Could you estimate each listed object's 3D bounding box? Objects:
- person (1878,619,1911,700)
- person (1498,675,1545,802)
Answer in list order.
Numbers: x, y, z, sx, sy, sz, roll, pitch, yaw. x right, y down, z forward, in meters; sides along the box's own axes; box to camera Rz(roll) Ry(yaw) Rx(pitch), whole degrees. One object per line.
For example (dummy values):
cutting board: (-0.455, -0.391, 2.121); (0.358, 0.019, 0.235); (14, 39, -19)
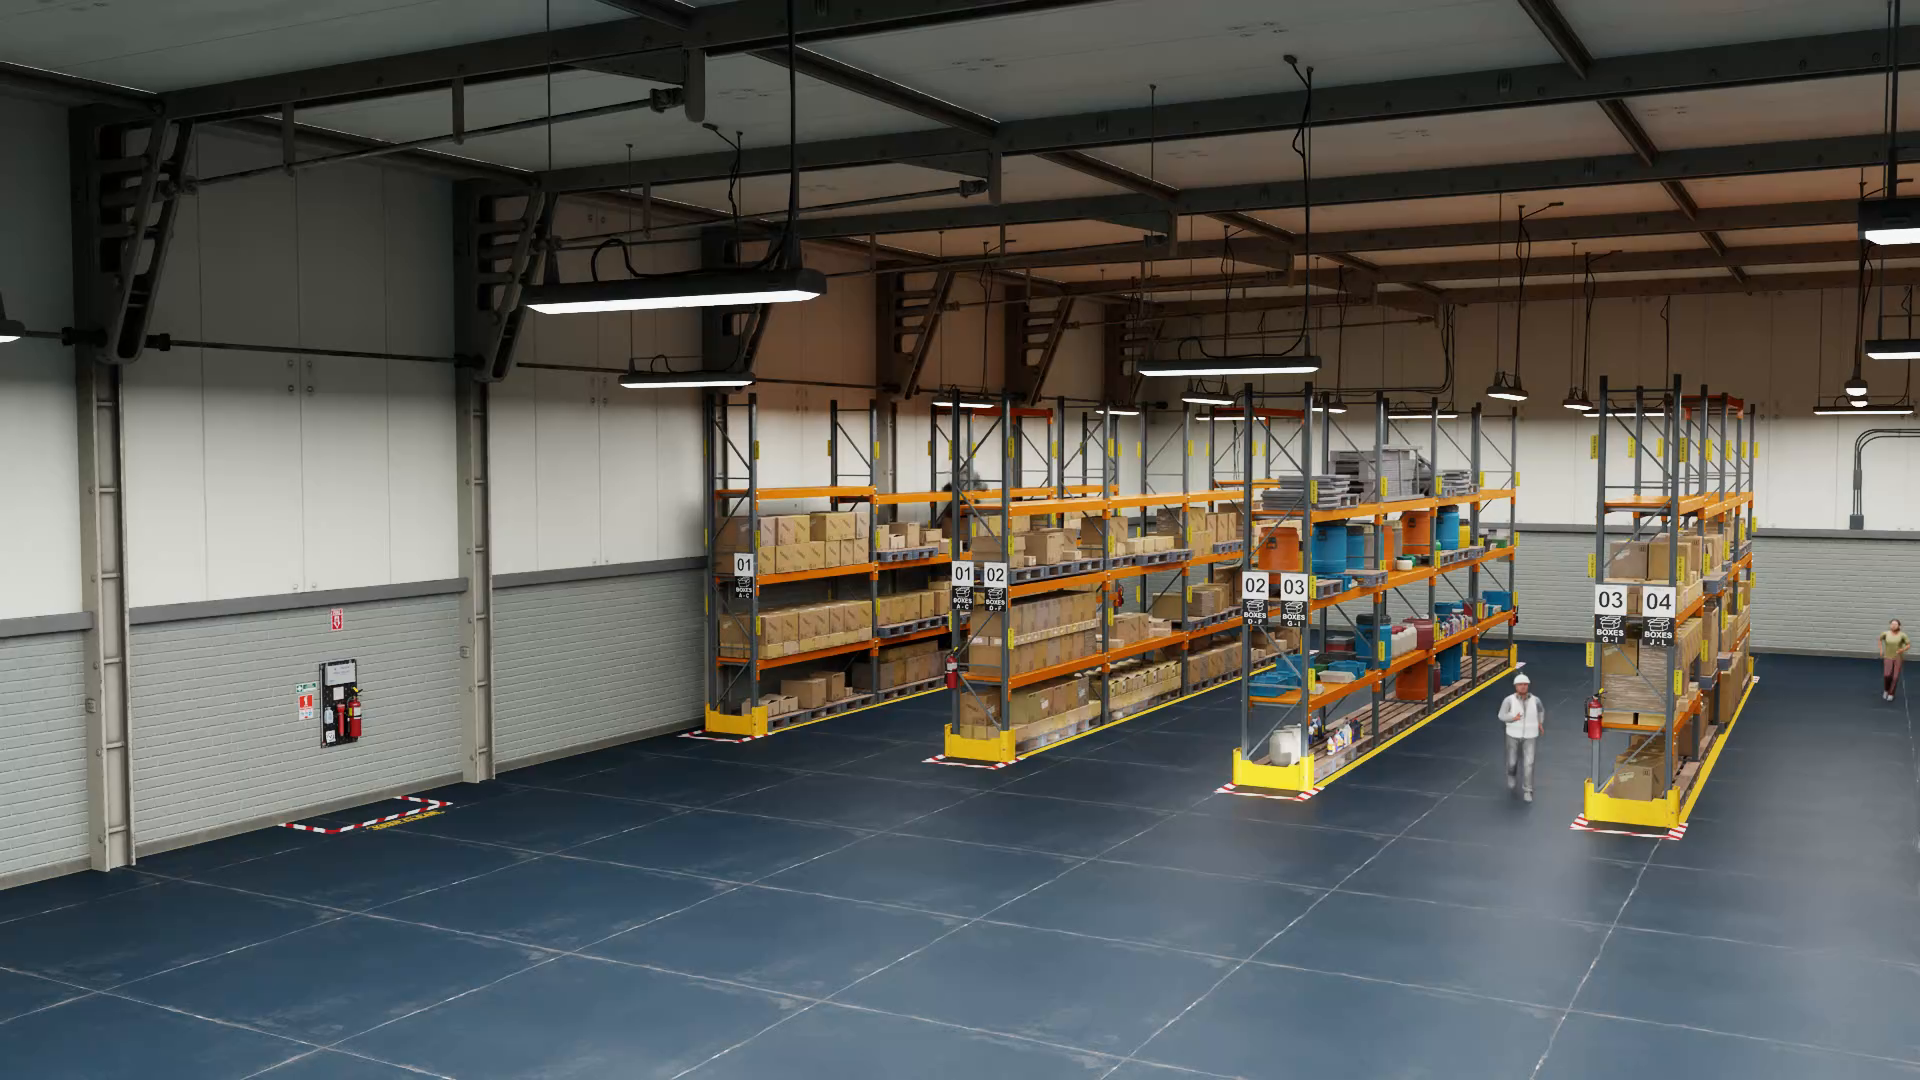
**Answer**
person: (18.607, 2.383, 33.144); (0.589, 1.644, 0.586); (2, 4, 31)
person: (8.064, 2.808, 23.857); (0.660, 1.752, 0.939); (1, 3, 12)
